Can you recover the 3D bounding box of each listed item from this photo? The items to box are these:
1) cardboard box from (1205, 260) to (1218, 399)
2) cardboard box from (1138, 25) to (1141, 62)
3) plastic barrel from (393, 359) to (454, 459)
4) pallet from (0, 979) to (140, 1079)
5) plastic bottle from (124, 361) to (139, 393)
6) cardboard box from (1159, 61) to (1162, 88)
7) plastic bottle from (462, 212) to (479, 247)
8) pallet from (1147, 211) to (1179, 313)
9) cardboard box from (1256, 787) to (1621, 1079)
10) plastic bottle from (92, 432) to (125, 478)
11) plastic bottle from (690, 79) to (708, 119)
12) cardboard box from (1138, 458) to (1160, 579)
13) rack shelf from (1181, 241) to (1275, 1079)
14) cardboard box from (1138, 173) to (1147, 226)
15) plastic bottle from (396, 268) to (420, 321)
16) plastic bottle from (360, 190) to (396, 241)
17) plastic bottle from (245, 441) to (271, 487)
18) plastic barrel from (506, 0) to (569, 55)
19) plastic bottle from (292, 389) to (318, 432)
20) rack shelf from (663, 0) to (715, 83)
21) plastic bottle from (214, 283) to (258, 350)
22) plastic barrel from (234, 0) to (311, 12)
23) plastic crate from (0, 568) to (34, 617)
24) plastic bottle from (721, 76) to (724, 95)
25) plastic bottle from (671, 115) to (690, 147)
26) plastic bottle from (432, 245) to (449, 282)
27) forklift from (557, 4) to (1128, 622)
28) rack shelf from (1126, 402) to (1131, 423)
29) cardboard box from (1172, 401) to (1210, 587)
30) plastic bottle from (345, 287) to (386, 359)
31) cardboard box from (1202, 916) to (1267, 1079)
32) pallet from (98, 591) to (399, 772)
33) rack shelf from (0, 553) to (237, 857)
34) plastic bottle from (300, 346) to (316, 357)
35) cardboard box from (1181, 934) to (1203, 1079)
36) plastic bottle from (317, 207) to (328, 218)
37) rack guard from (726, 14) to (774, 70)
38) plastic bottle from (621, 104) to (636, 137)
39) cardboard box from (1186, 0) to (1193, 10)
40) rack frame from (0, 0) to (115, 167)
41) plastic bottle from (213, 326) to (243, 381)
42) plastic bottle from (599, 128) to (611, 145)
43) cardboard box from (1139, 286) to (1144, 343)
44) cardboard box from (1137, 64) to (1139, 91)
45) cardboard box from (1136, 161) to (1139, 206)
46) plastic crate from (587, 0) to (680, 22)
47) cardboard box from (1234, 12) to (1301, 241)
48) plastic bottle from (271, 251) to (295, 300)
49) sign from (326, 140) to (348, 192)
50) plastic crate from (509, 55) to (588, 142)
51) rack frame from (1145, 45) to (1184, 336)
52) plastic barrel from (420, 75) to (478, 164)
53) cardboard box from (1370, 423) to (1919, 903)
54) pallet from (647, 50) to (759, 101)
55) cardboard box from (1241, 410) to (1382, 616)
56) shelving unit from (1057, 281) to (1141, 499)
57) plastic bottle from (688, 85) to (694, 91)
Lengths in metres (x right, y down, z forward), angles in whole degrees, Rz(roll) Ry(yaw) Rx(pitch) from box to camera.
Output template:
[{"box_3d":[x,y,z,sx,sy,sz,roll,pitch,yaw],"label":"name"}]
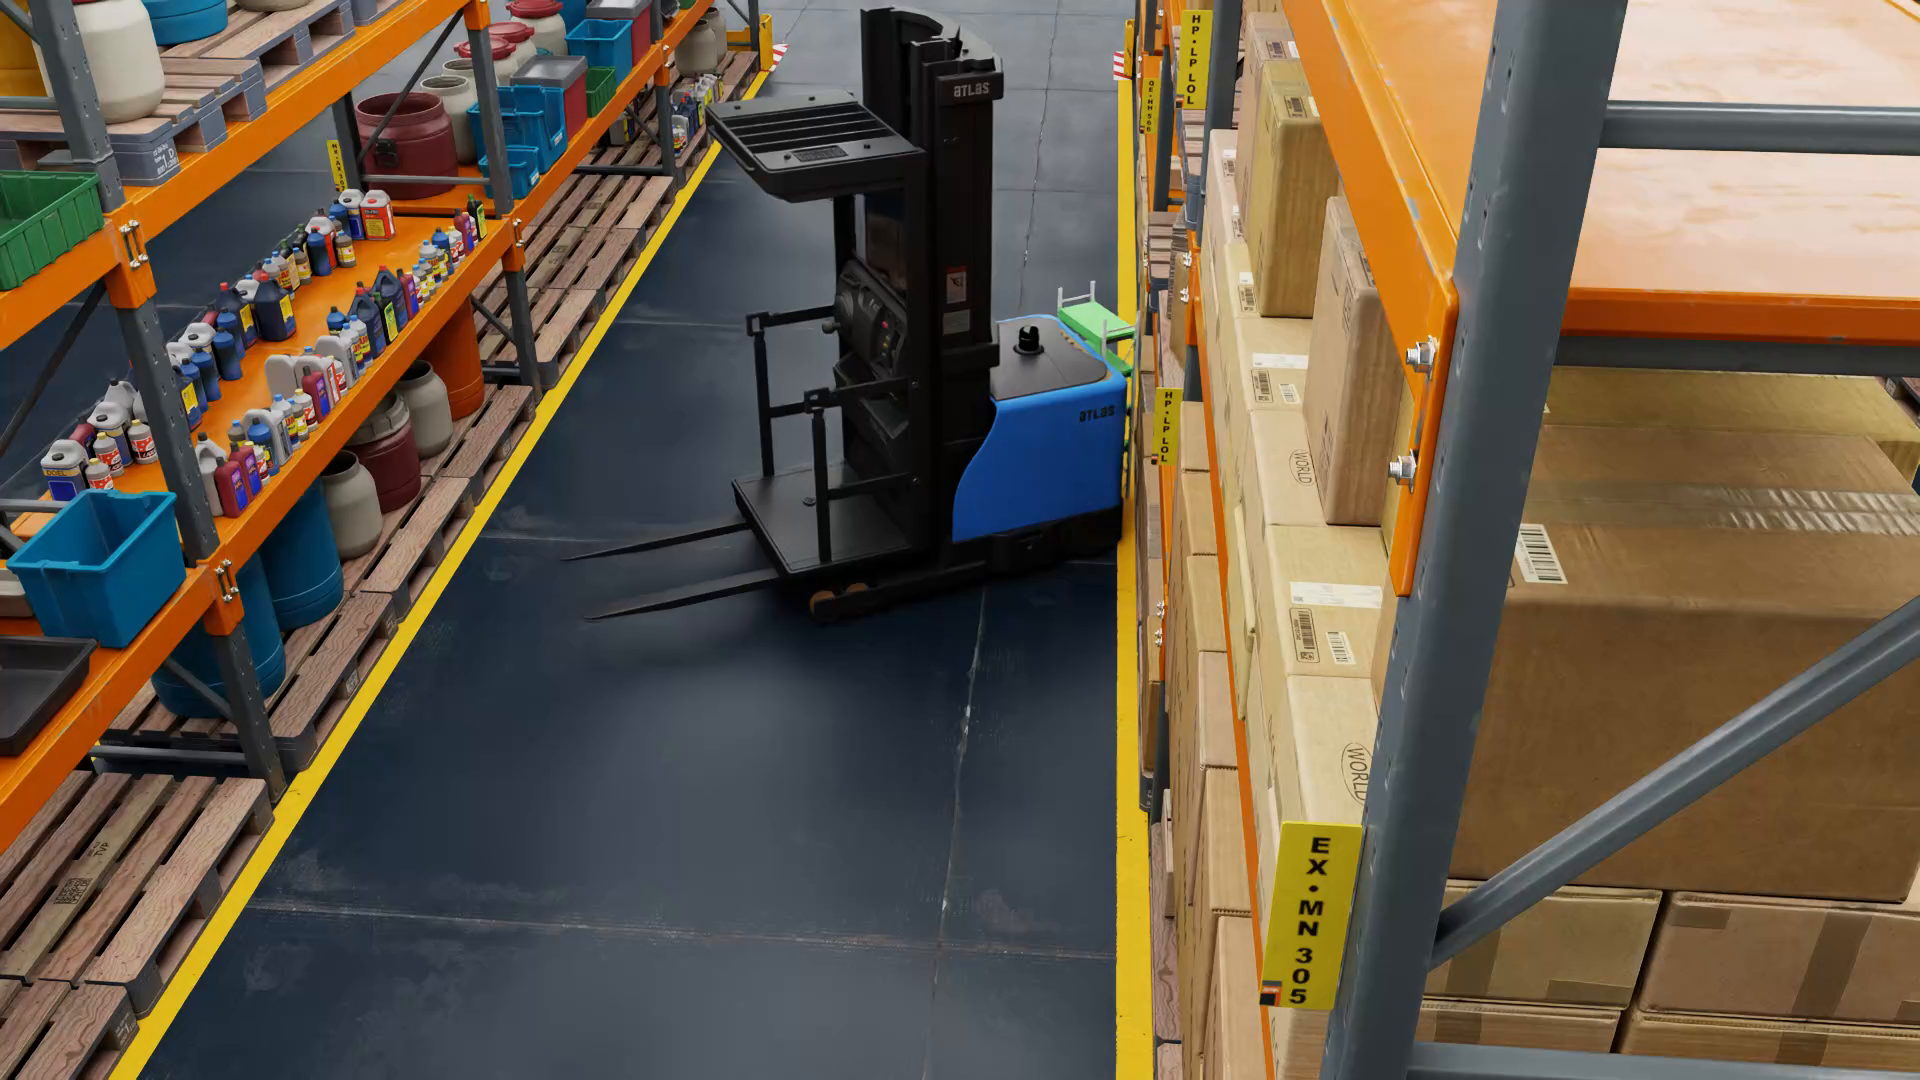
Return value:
[{"box_3d":[1.001,-0.618,4.958,0.500,0.250,0.500,2,32,4],"label":"cardboard box"},{"box_3d":[2.004,-4.980,16.257,0.500,0.500,0.500,2,32,4],"label":"cardboard box"},{"box_3d":[-3.259,-0.779,9.906,0.421,0.512,0.421,0,32,0],"label":"plastic barrel"},{"box_3d":[-3.723,2.090,5.938,1.003,0.211,1.213,2,32,4],"label":"pallet"},{"box_3d":[-3.841,-0.694,7.844,0.144,0.351,0.185,2,32,4],"label":"plastic bottle"},{"box_3d":[1.707,-3.531,12.641,0.380,0.149,0.250,2,32,4],"label":"cardboard box"},{"box_3d":[-2.915,-1.841,9.848,0.097,0.201,0.097,0,32,0],"label":"plastic bottle"},{"box_3d":[1.672,-1.562,9.389,1.213,0.211,1.003,2,32,4],"label":"pallet"},{"box_3d":[0.785,0.689,2.837,0.500,0.250,0.500,2,32,4],"label":"cardboard box"},{"box_3d":[-3.842,-0.388,7.489,0.097,0.201,0.097,0,32,0],"label":"plastic bottle"},{"box_3d":[-2.424,-4.091,15.416,0.144,0.351,0.185,2,32,4],"label":"plastic bottle"},{"box_3d":[1.215,-0.090,8.780,0.500,0.500,0.500,1,32,2],"label":"cardboard box"},{"box_3d":[1.169,0.165,4.230,1.077,0.370,4.000,2,32,4],"label":"rack shelf"},{"box_3d":[1.614,-2.602,12.580,0.500,0.311,0.500,1,32,2],"label":"cardboard box"},{"box_3d":[-2.980,-1.338,8.953,0.061,0.283,0.133,2,32,4],"label":"plastic bottle"},{"box_3d":[-3.485,-1.943,9.943,0.152,0.276,0.135,2,32,4],"label":"plastic bottle"},{"box_3d":[-3.148,-0.343,7.417,0.097,0.201,0.097,0,32,0],"label":"plastic bottle"},{"box_3d":[-3.250,-3.873,12.827,0.433,0.535,0.433,0,32,0],"label":"plastic barrel"},{"box_3d":[-3.105,-0.617,7.862,0.097,0.201,0.097,0,32,0],"label":"plastic bottle"},{"box_3d":[-2.791,-5.046,15.545,1.077,0.370,4.000,2,32,4],"label":"rack shelf"},{"box_3d":[-3.767,-1.173,8.621,0.144,0.351,0.185,2,32,4],"label":"plastic bottle"},{"box_3d":[-3.274,-2.795,7.818,0.433,0.535,0.433,0,32,0],"label":"plastic barrel"},{"box_3d":[-3.785,0.201,6.540,0.396,0.136,0.243,2,32,4],"label":"plastic crate"},{"box_3d":[-2.341,-4.415,16.083,0.097,0.201,0.097,0,32,0],"label":"plastic bottle"},{"box_3d":[-2.492,-3.652,14.775,0.152,0.276,0.135,4,32,6],"label":"plastic bottle"},{"box_3d":[-2.957,-1.568,9.404,0.097,0.201,0.097,0,32,0],"label":"plastic bottle"},{"box_3d":[-0.650,-1.126,8.564,3.031,2.935,1.130,-12,34,-19],"label":"forklift"},{"box_3d":[0.790,-0.802,9.809,0.258,0.148,0.480,-15,35,-23],"label":"rack shelf"},{"box_3d":[1.013,-0.144,5.856,0.500,0.500,0.500,3,32,5],"label":"cardboard box"},{"box_3d":[-3.061,-1.119,8.533,0.144,0.351,0.185,2,32,4],"label":"plastic bottle"},{"box_3d":[0.808,1.205,3.668,0.500,0.500,0.500,3,32,5],"label":"cardboard box"},{"box_3d":[-3.501,0.662,8.255,1.003,0.211,1.213,2,32,4],"label":"pallet"},{"box_3d":[-3.768,1.229,5.363,1.077,0.370,4.000,2,32,4],"label":"rack shelf"},{"box_3d":[-3.219,-0.866,8.265,0.097,0.201,0.097,0,32,0],"label":"plastic bottle"},{"box_3d":[0.856,1.361,4.367,0.500,0.500,0.500,3,32,4],"label":"cardboard box"},{"box_3d":[-3.709,-1.783,9.675,0.061,0.283,0.133,2,32,4],"label":"plastic bottle"},{"box_3d":[-2.587,-5.292,17.641,1.175,0.500,0.348,2,32,4],"label":"rack guard"},{"box_3d":[-3.023,-3.791,14.999,0.152,0.276,0.135,2,32,4],"label":"plastic bottle"},{"box_3d":[1.614,-2.825,8.300,0.910,0.500,0.500,2,32,4],"label":"cardboard box"},{"box_3d":[-3.605,-2.677,5.297,1.000,3.000,0.127,2,32,4],"label":"rack frame"},{"box_3d":[-3.669,-0.939,8.318,0.097,0.271,0.097,0,32,0],"label":"plastic bottle"},{"box_3d":[-3.189,-3.715,14.805,0.144,0.351,0.185,2,32,3],"label":"plastic bottle"},{"box_3d":[1.495,-1.565,11.431,0.500,0.250,0.500,2,32,3],"label":"cardboard box"},{"box_3d":[1.965,-4.399,16.030,0.500,0.250,0.500,2,32,4],"label":"cardboard box"},{"box_3d":[1.703,-2.901,13.599,0.500,0.250,0.500,2,32,3],"label":"cardboard box"},{"box_3d":[-2.784,-4.548,14.111,0.767,0.338,0.504,2,32,4],"label":"plastic crate"},{"box_3d":[1.148,-1.144,4.620,0.700,0.500,0.500,2,32,4],"label":"cardboard box"},{"box_3d":[-3.741,-1.456,9.156,0.097,0.271,0.097,0,32,0],"label":"plastic bottle"},{"box_3d":[-3.828,-2.304,10.255,0.100,0.325,0.005,2,32,4],"label":"sign"},{"box_3d":[-2.843,-3.074,11.598,0.402,0.464,0.583,2,32,4],"label":"plastic crate"},{"box_3d":[1.657,-2.001,9.919,1.000,3.000,0.127,2,32,4],"label":"rack frame"},{"box_3d":[-3.409,-2.810,11.124,0.421,0.512,0.421,0,32,0],"label":"plastic barrel"},{"box_3d":[1.031,0.167,2.492,0.700,0.500,0.500,2,32,4],"label":"cardboard box"},{"box_3d":[-2.659,-4.745,17.028,1.003,0.211,1.213,2,32,4],"label":"pallet"},{"box_3d":[0.878,-0.046,3.554,0.500,0.250,0.500,2,32,4],"label":"cardboard box"},{"box_3d":[0.790,-0.856,9.776,0.258,1.200,0.503,-15,35,-23],"label":"shelving unit"},{"box_3d":[-2.526,-4.207,15.746,0.097,0.201,0.097,0,32,0],"label":"plastic bottle"}]
